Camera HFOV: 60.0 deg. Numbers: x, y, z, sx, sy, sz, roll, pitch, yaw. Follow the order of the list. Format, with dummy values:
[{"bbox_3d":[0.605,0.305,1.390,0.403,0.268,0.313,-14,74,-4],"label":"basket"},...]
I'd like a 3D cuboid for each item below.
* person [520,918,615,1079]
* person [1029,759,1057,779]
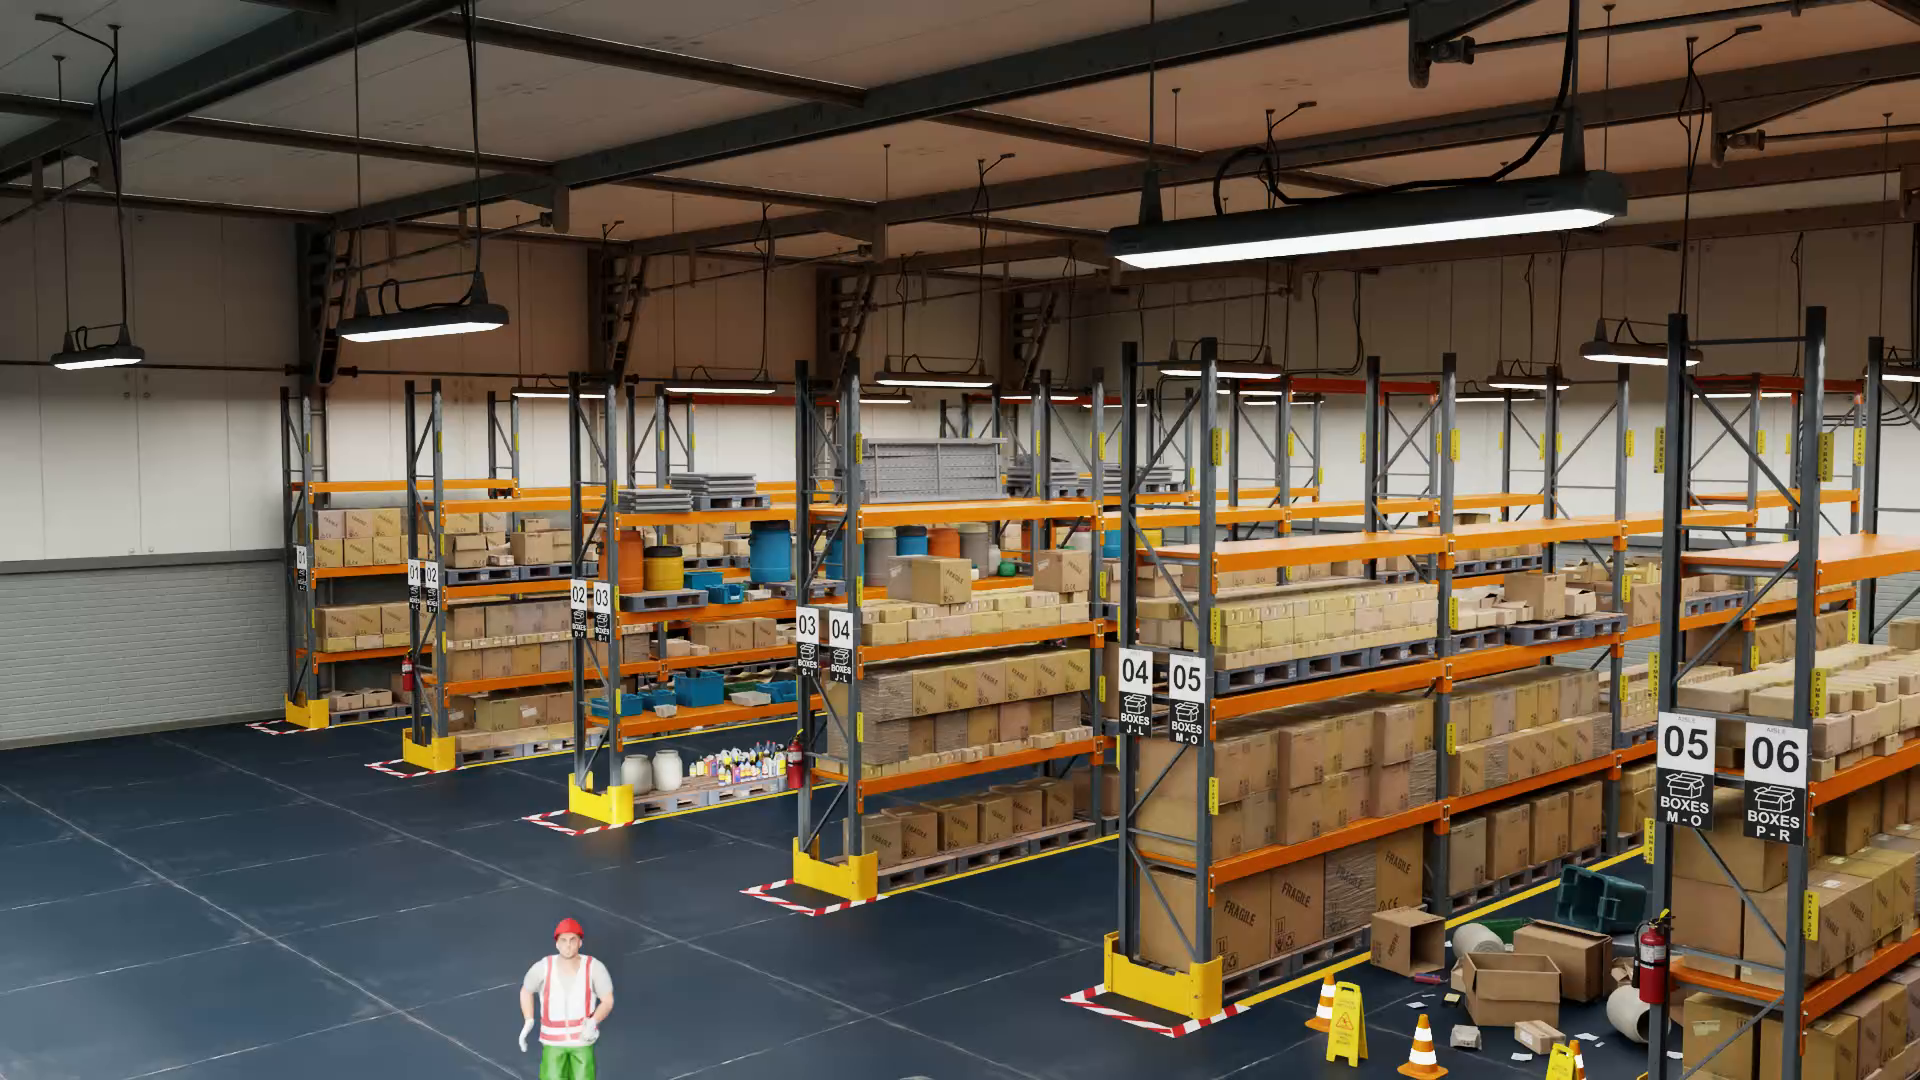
[{"bbox_3d":[-2.765,3.543,11.718,0.654,1.739,0.587,-1,4,-13],"label":"person"},{"bbox_3d":[1.171,2.748,24.002,0.630,1.728,0.733,2,4,32],"label":"person"}]
